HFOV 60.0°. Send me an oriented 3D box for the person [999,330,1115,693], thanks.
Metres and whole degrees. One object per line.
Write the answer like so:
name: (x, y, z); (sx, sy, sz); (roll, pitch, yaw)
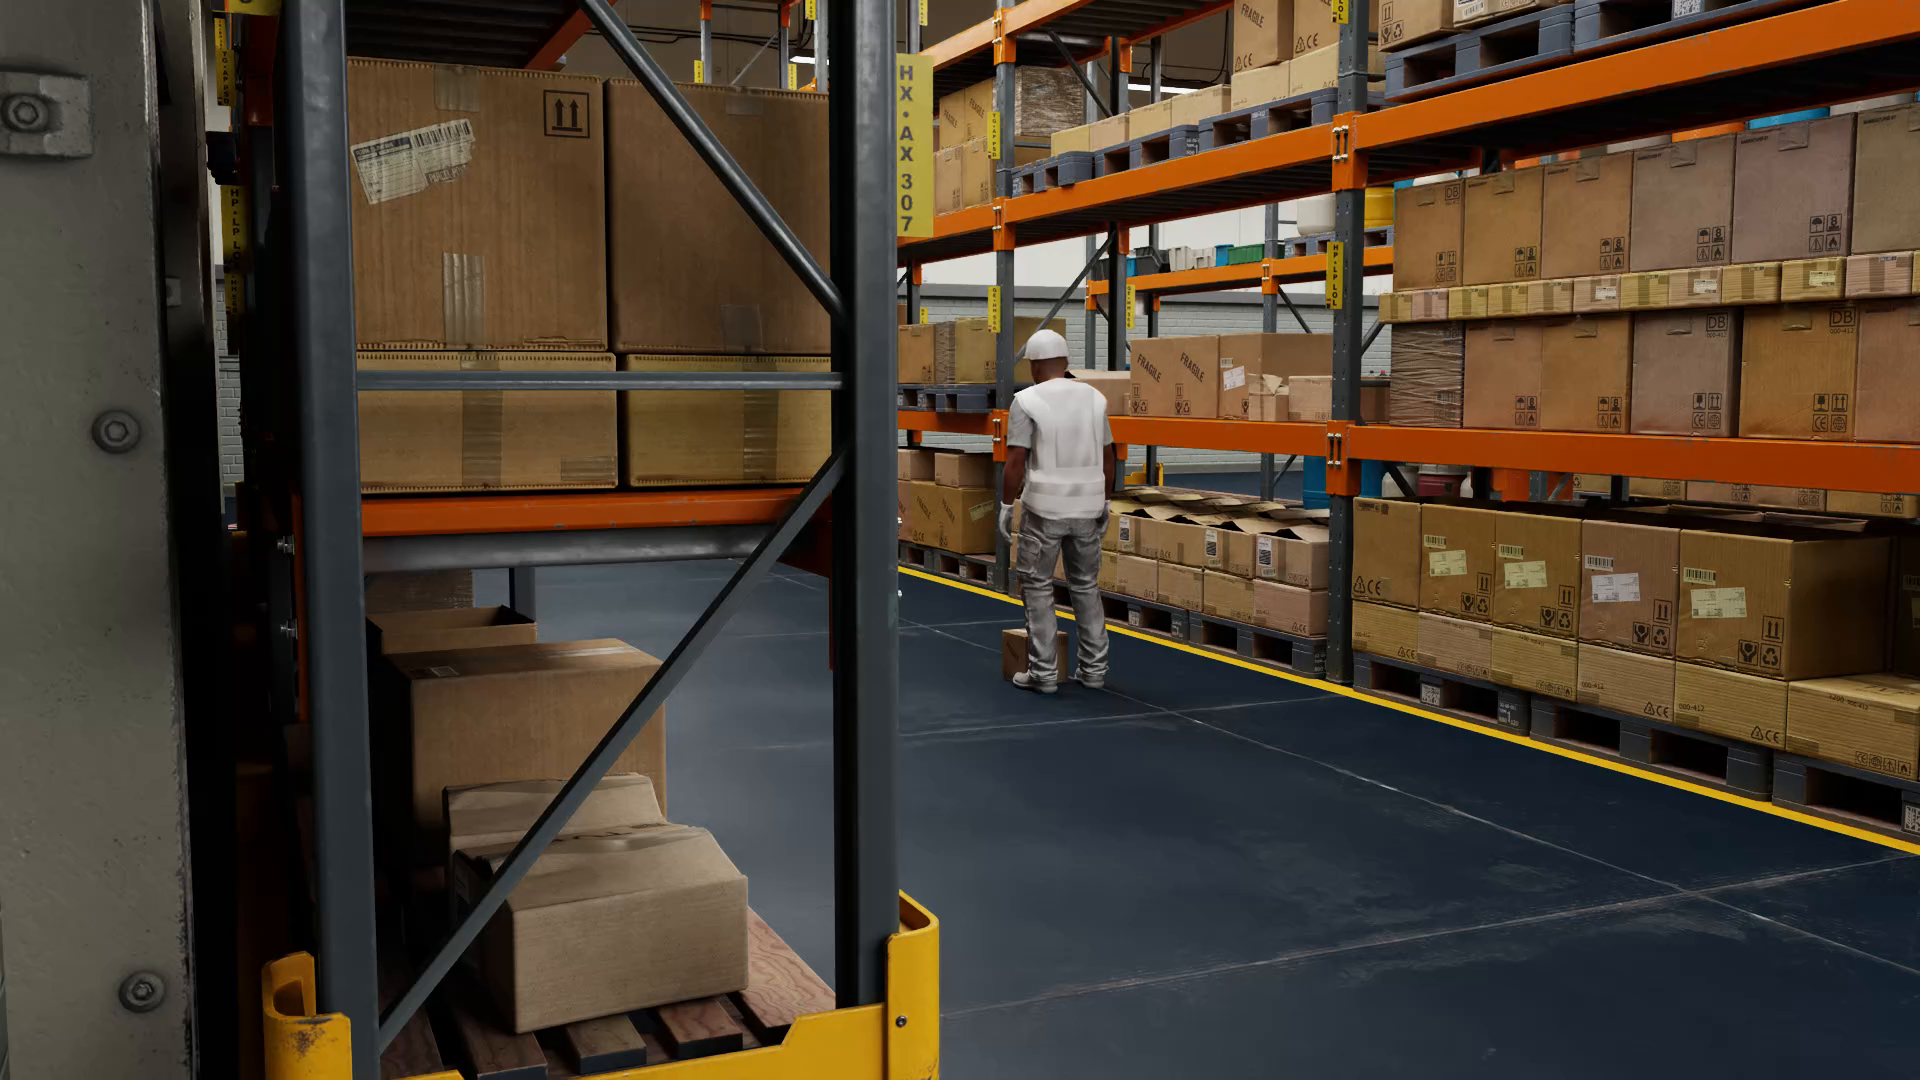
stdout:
person: (0.480, -0.146, 8.217); (0.629, 1.774, 0.453); (-2, 6, -25)
